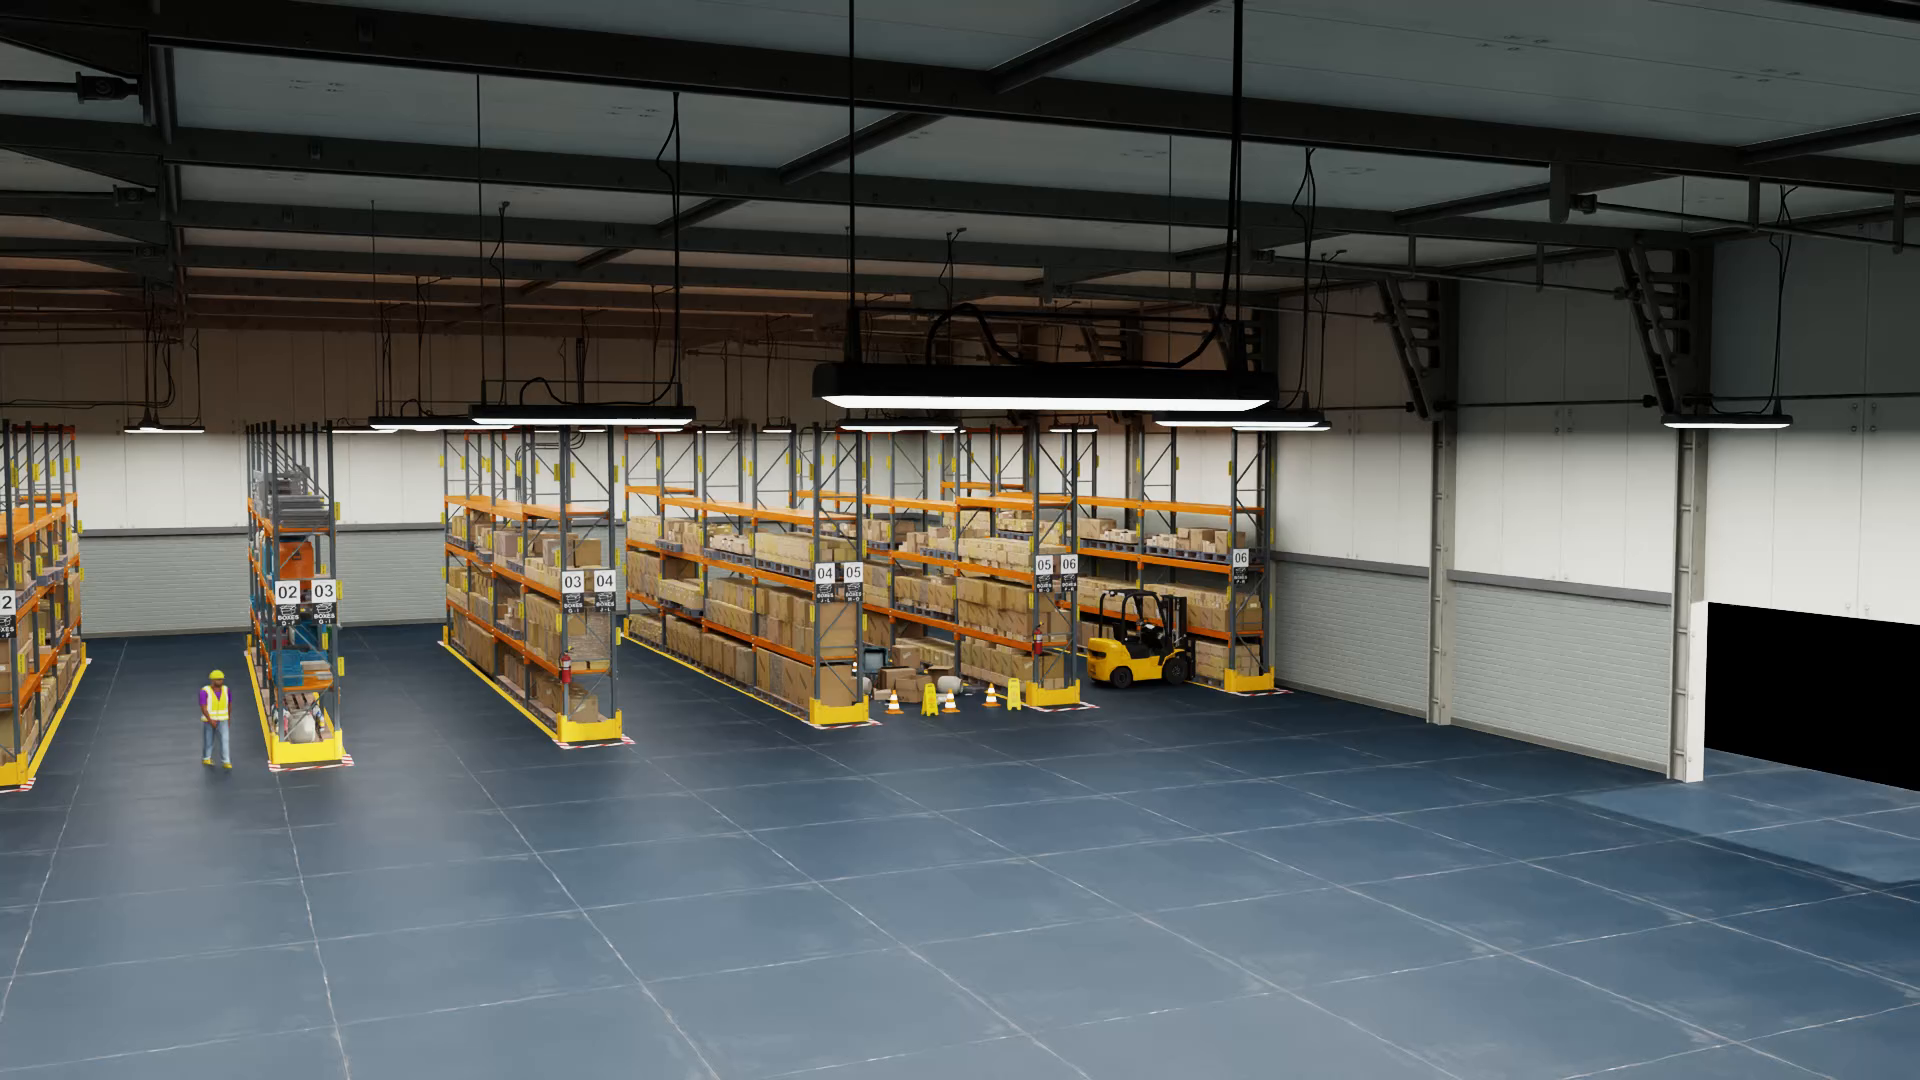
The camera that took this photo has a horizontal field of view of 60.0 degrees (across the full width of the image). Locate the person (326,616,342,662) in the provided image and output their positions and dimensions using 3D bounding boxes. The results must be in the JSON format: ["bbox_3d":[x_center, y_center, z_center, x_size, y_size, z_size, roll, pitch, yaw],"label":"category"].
[{"bbox_3d":[-15.992,2.196,42.075,0.618,1.751,0.969,-3,4,-37],"label":"person"}]

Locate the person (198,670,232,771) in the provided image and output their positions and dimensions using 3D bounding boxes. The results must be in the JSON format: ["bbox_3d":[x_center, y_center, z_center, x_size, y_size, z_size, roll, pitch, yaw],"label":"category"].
[{"bbox_3d":[-12.741,3.085,28.533,0.553,1.691,1.094,-3,5,-38],"label":"person"}]
